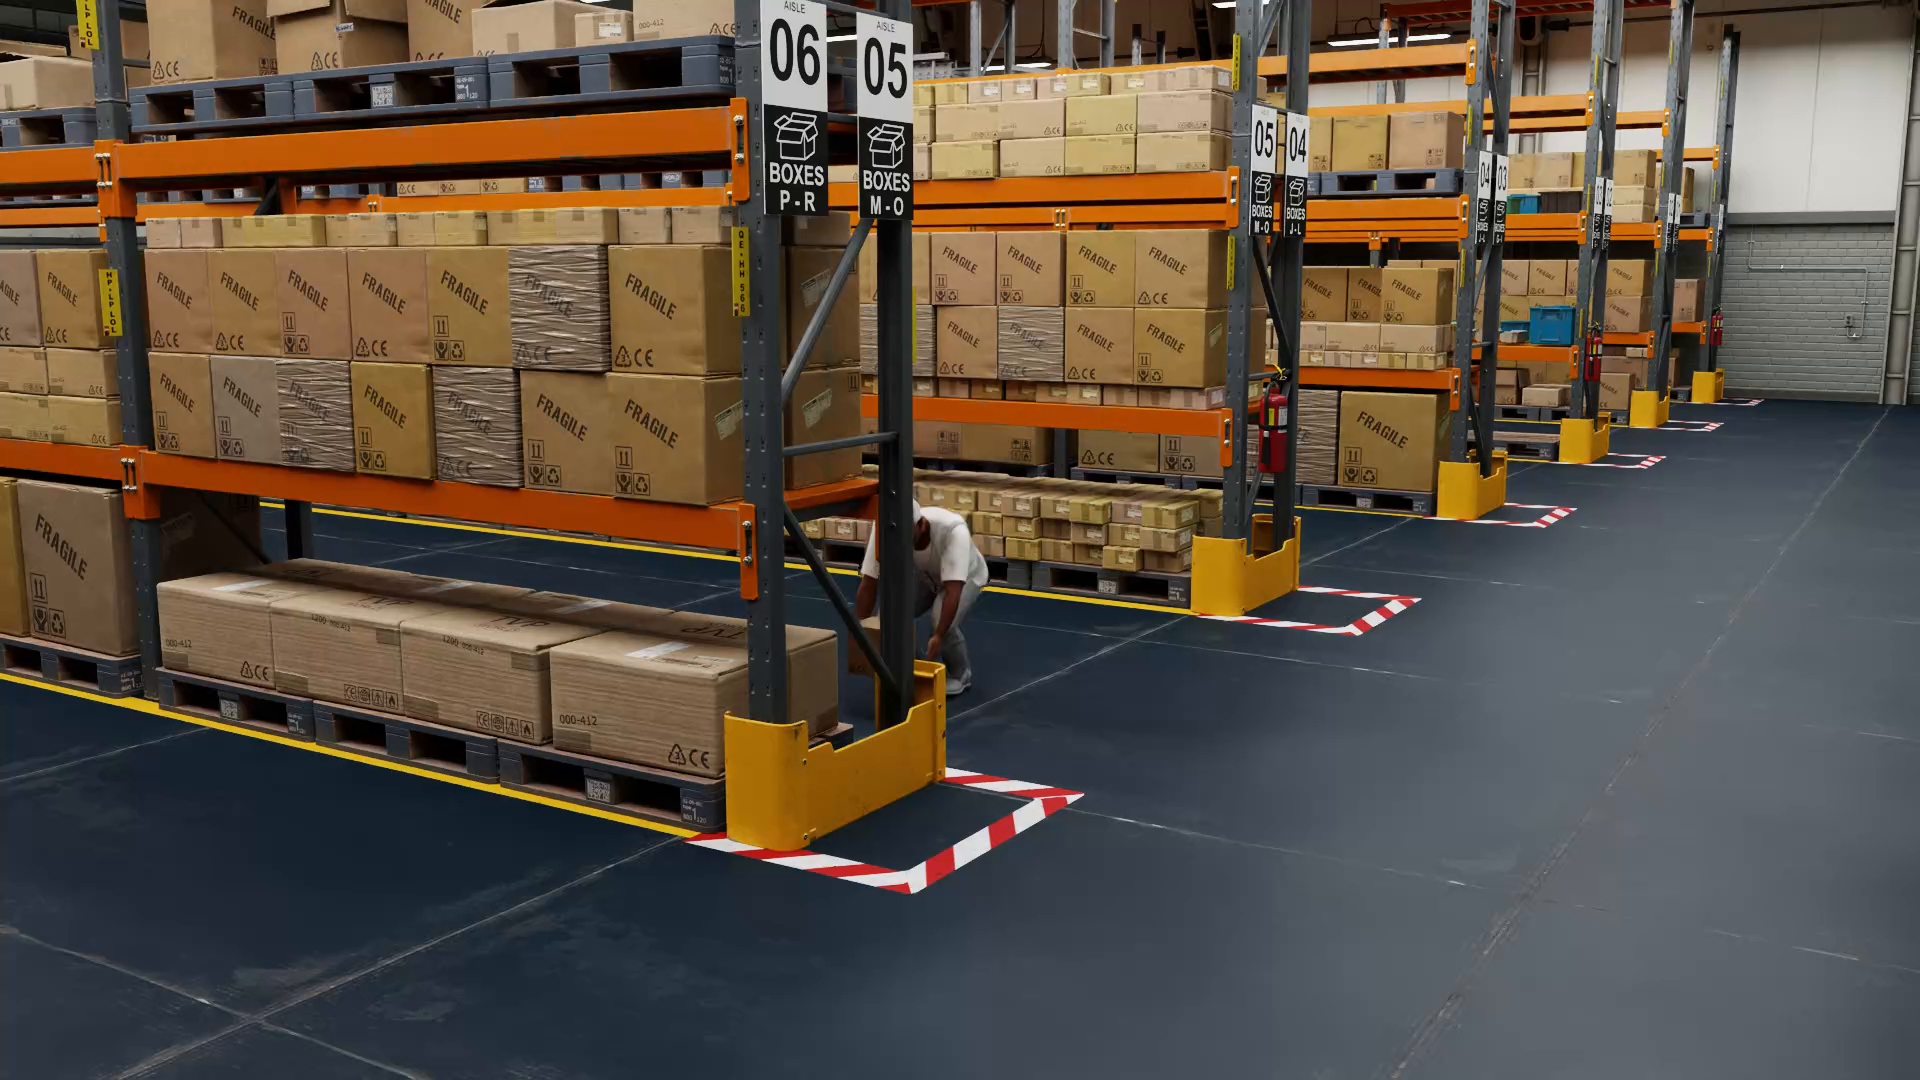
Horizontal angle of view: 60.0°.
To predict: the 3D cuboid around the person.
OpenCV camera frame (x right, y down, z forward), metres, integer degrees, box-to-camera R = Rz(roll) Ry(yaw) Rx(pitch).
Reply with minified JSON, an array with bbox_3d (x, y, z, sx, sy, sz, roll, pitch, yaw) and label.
[{"bbox_3d":[-0.158,0.264,8.646,0.595,1.111,0.860,6,11,31],"label":"person"}]
